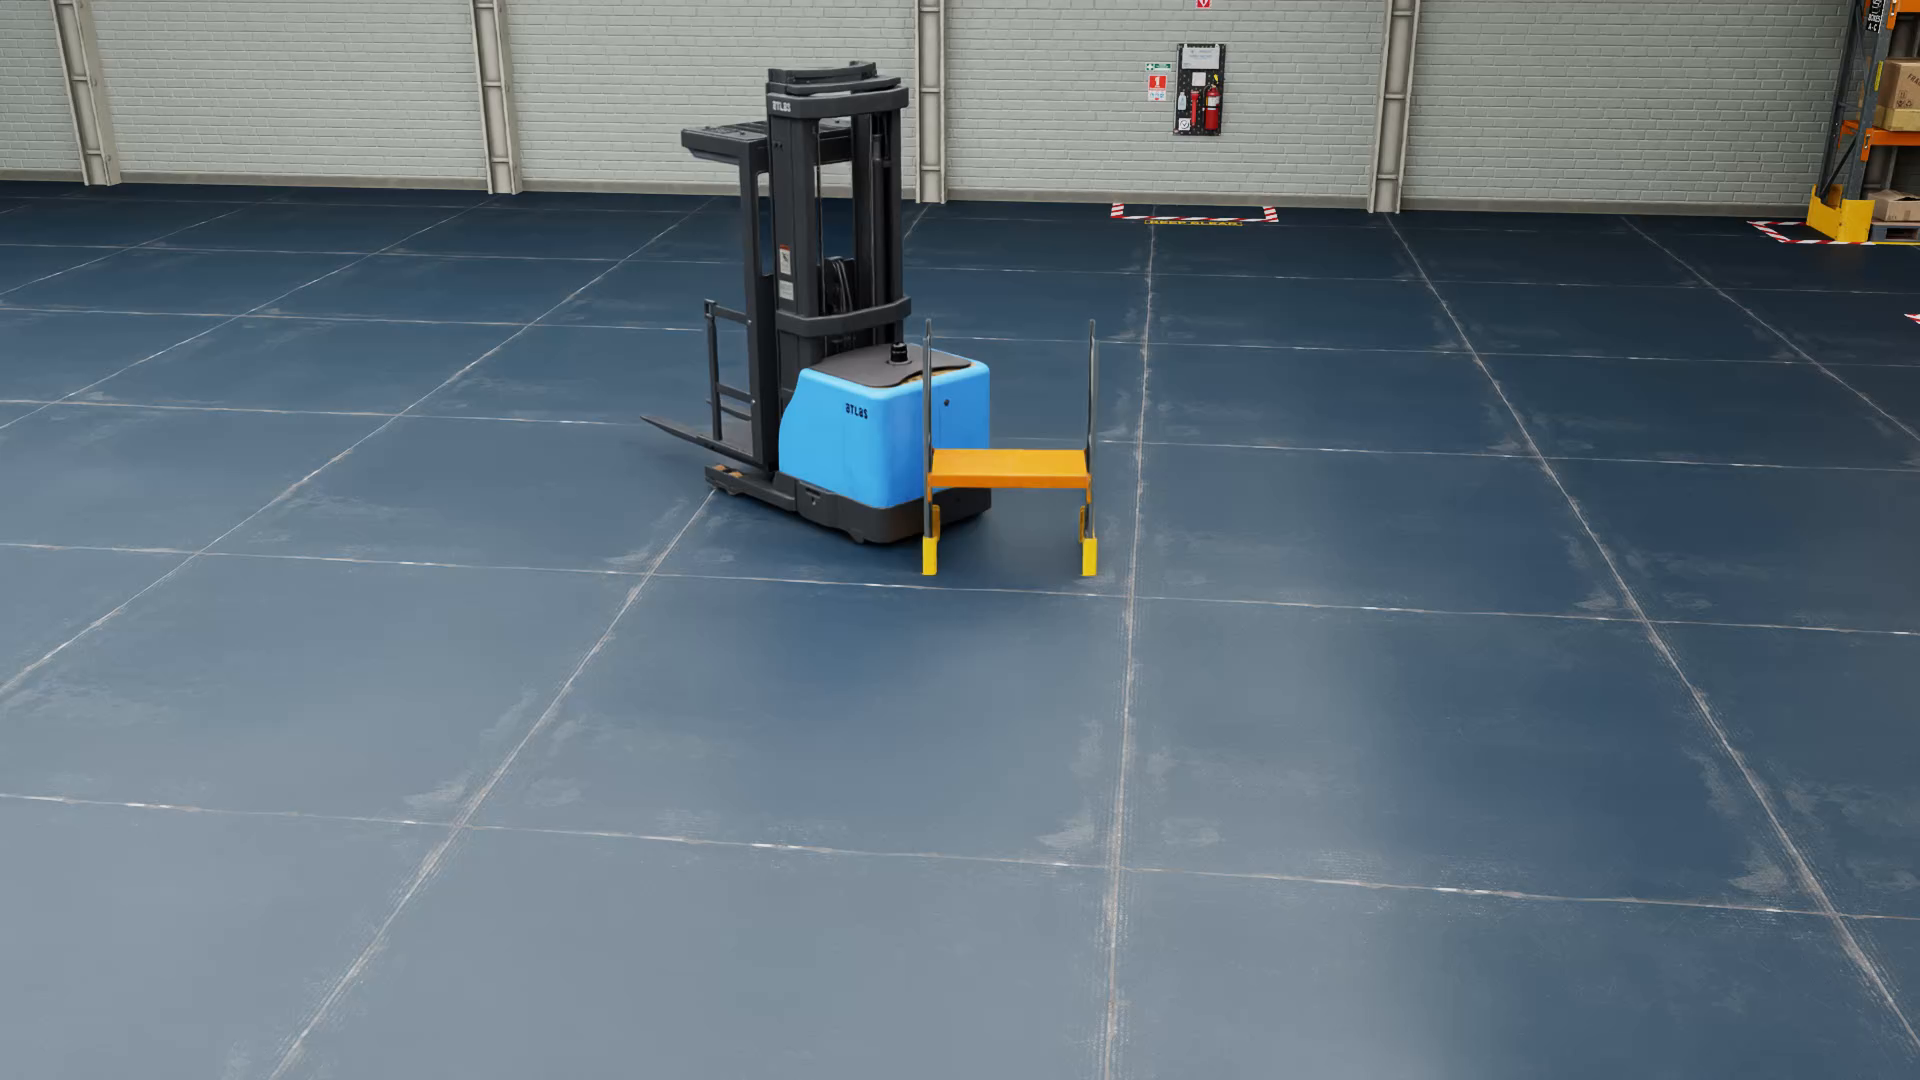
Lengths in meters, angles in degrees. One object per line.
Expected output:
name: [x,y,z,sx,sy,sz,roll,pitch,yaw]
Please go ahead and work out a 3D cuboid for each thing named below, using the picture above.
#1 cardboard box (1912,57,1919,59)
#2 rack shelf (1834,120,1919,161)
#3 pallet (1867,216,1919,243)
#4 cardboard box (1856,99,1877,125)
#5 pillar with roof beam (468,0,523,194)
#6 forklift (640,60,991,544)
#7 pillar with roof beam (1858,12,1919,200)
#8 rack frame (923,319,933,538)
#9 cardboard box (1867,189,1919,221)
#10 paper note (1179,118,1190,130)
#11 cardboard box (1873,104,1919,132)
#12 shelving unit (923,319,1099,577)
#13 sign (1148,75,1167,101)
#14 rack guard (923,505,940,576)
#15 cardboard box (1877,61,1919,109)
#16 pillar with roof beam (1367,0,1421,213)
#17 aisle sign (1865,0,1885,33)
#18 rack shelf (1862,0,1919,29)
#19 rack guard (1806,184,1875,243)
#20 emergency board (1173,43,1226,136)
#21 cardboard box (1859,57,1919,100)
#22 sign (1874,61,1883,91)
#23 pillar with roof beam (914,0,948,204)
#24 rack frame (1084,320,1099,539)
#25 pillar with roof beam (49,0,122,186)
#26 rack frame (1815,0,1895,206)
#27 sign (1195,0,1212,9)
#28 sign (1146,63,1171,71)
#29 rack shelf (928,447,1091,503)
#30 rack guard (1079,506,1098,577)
cardboard box: [11.729,-5.510,19.954,0.500,0.500,0.500,3,22,7]
rack shelf: [12.723,-4.769,19.900,4.000,0.370,1.077,2,22,6]
pallet: [11.615,-3.842,20.370,1.213,0.211,1.003,2,22,6]
cardboard box: [11.224,-5.180,20.139,0.500,0.250,0.500,3,22,7]
pillar with roof beam: [-6.847,-7.472,17.601,0.400,9.000,9.100,2,22,6]
forklift: [-1.171,-1.794,11.490,1.130,2.935,3.031,-19,29,-40]
pillar with roof beam: [11.027,-6.693,15.631,0.400,9.000,9.100,2,22,6]
rack frame: [-0.201,-0.584,10.376,0.032,1.500,0.500,0,22,1]
cardboard box: [11.414,-4.081,20.242,0.500,0.311,0.500,0,22,0]
paper note: [2.959,-5.479,21.917,0.142,0.148,0.016,2,22,6]
cardboard box: [11.184,-4.992,19.664,0.500,0.250,0.500,2,22,5]
shelving unit: [0.316,-0.579,10.365,1.083,1.500,0.587,0,22,1]
sign: [2.589,-5.934,21.821,0.234,0.329,0.001,2,22,6]
rack guard: [-0.181,-0.002,10.605,0.087,0.250,0.587,0,22,1]
cardboard box: [11.176,-5.348,19.543,0.500,0.500,0.500,3,22,6]
pillar with roof beam: [5.069,-6.953,16.287,0.400,9.000,9.100,2,22,6]
aisle sign: [10.630,-6.292,19.240,0.004,0.787,0.394,2,22,6]
rack shelf: [12.723,-6.164,19.349,4.000,0.370,1.077,2,22,6]
rack guard: [10.813,-4.024,20.438,0.348,0.500,1.175,2,22,6]
emergency board: [3.126,-5.856,21.672,0.643,1.169,0.194,2,22,6]
cardboard box: [11.230,-5.535,20.018,0.500,0.500,0.500,2,22,6]
sign: [10.673,-5.394,19.327,0.005,0.325,0.100,2,22,6]
pillar with roof beam: [-0.889,-7.213,16.944,0.400,9.000,9.100,2,22,6]
rack frame: [0.816,-0.575,10.354,0.032,1.500,0.500,0,22,1]
pillar with roof beam: [-12.806,-7.732,18.257,0.400,9.000,9.100,2,22,6]
rack frame: [10.737,-5.190,19.987,0.127,3.000,1.000,2,22,6]
sign: [3.130,-6.970,21.338,0.199,0.298,0.001,2,22,6]
sign: [2.593,-6.177,21.715,0.331,0.109,0.001,2,22,6]
rack shelf: [0.307,-0.412,10.431,1.000,0.185,0.538,0,22,1]
rack guard: [0.814,0.006,10.584,0.087,0.250,0.587,0,22,1]
